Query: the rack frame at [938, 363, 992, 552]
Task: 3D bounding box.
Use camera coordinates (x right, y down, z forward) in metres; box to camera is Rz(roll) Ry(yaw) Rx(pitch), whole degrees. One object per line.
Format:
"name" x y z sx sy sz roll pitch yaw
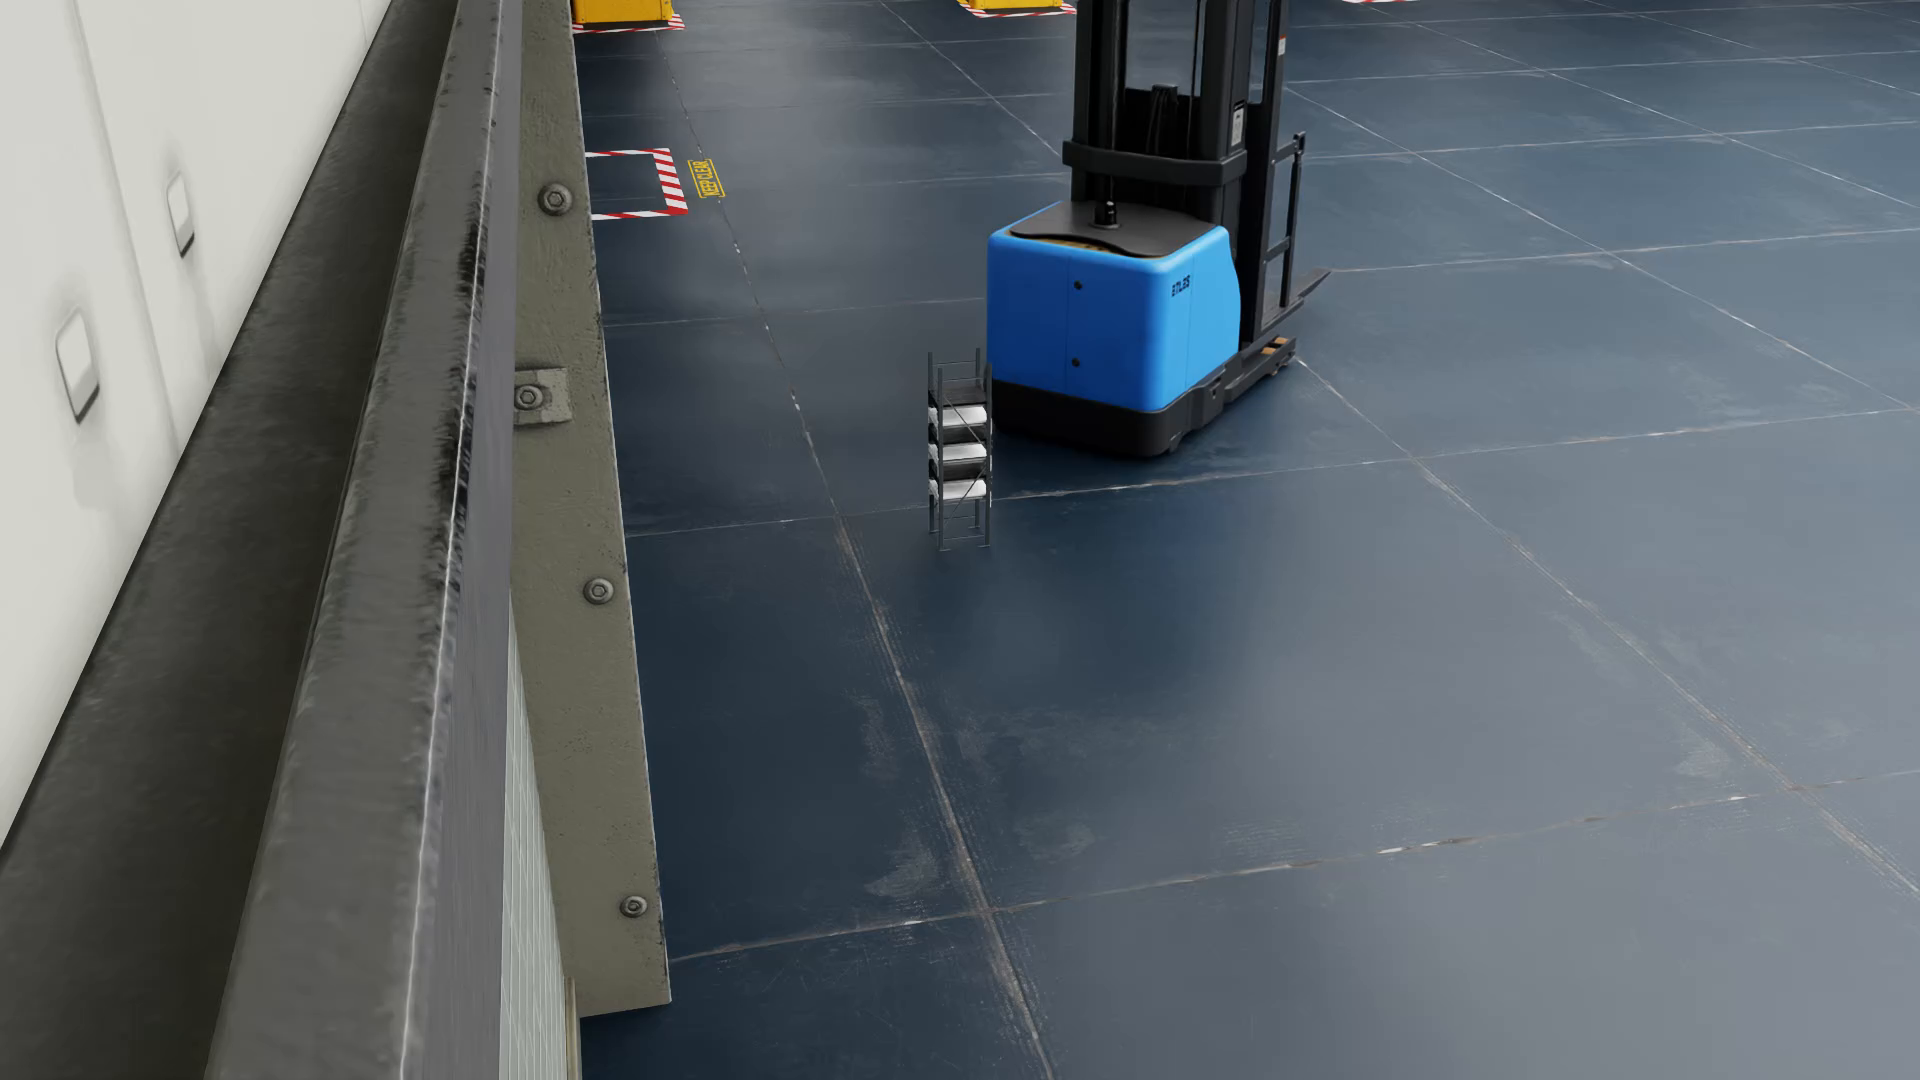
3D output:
"rack frame" 0.021 -0.361 7.466 0.240 0.900 0.006 -6 27 -12

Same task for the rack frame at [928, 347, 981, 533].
"rack frame" -0.025 -0.450 7.643 0.240 0.900 0.006 -6 27 -12

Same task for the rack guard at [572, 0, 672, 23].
"rack guard" -4.135 -6.620 20.311 1.175 0.500 0.348 -6 27 -12

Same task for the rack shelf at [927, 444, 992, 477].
"rack shelf" -0.002 -0.376 7.569 0.258 0.077 0.200 -6 27 -12

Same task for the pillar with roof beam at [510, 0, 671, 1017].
"pillar with roof beam" 3.132 -3.135 3.975 9.100 9.000 0.400 -6 27 -12

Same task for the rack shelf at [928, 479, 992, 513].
"rack shelf" -0.002 -0.215 7.650 0.258 0.077 0.200 -6 27 -12

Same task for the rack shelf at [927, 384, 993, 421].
"rack shelf" -0.002 -0.617 7.448 0.258 0.077 0.200 -6 27 -12

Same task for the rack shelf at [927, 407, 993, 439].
"rack shelf" -0.002 -0.536 7.488 0.258 0.077 0.200 -6 27 -12

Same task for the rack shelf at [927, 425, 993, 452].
"rack shelf" -0.002 -0.456 7.529 0.258 0.077 0.200 -6 27 -12

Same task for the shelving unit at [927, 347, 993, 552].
"shelving unit" -0.002 -0.405 7.554 0.258 0.900 0.210 -6 27 -12

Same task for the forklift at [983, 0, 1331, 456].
"forklift" 1.319 -2.356 9.164 1.130 2.935 3.031 15 31 28

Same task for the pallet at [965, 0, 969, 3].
"pallet" 0.495 -7.294 21.966 1.003 0.211 1.213 -6 27 -12

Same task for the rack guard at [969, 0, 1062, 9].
"rack guard" 0.713 -7.081 21.224 1.175 0.500 0.348 -6 27 -12

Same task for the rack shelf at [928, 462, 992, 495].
"rack shelf" -0.002 -0.295 7.610 0.258 0.077 0.200 -6 27 -12
